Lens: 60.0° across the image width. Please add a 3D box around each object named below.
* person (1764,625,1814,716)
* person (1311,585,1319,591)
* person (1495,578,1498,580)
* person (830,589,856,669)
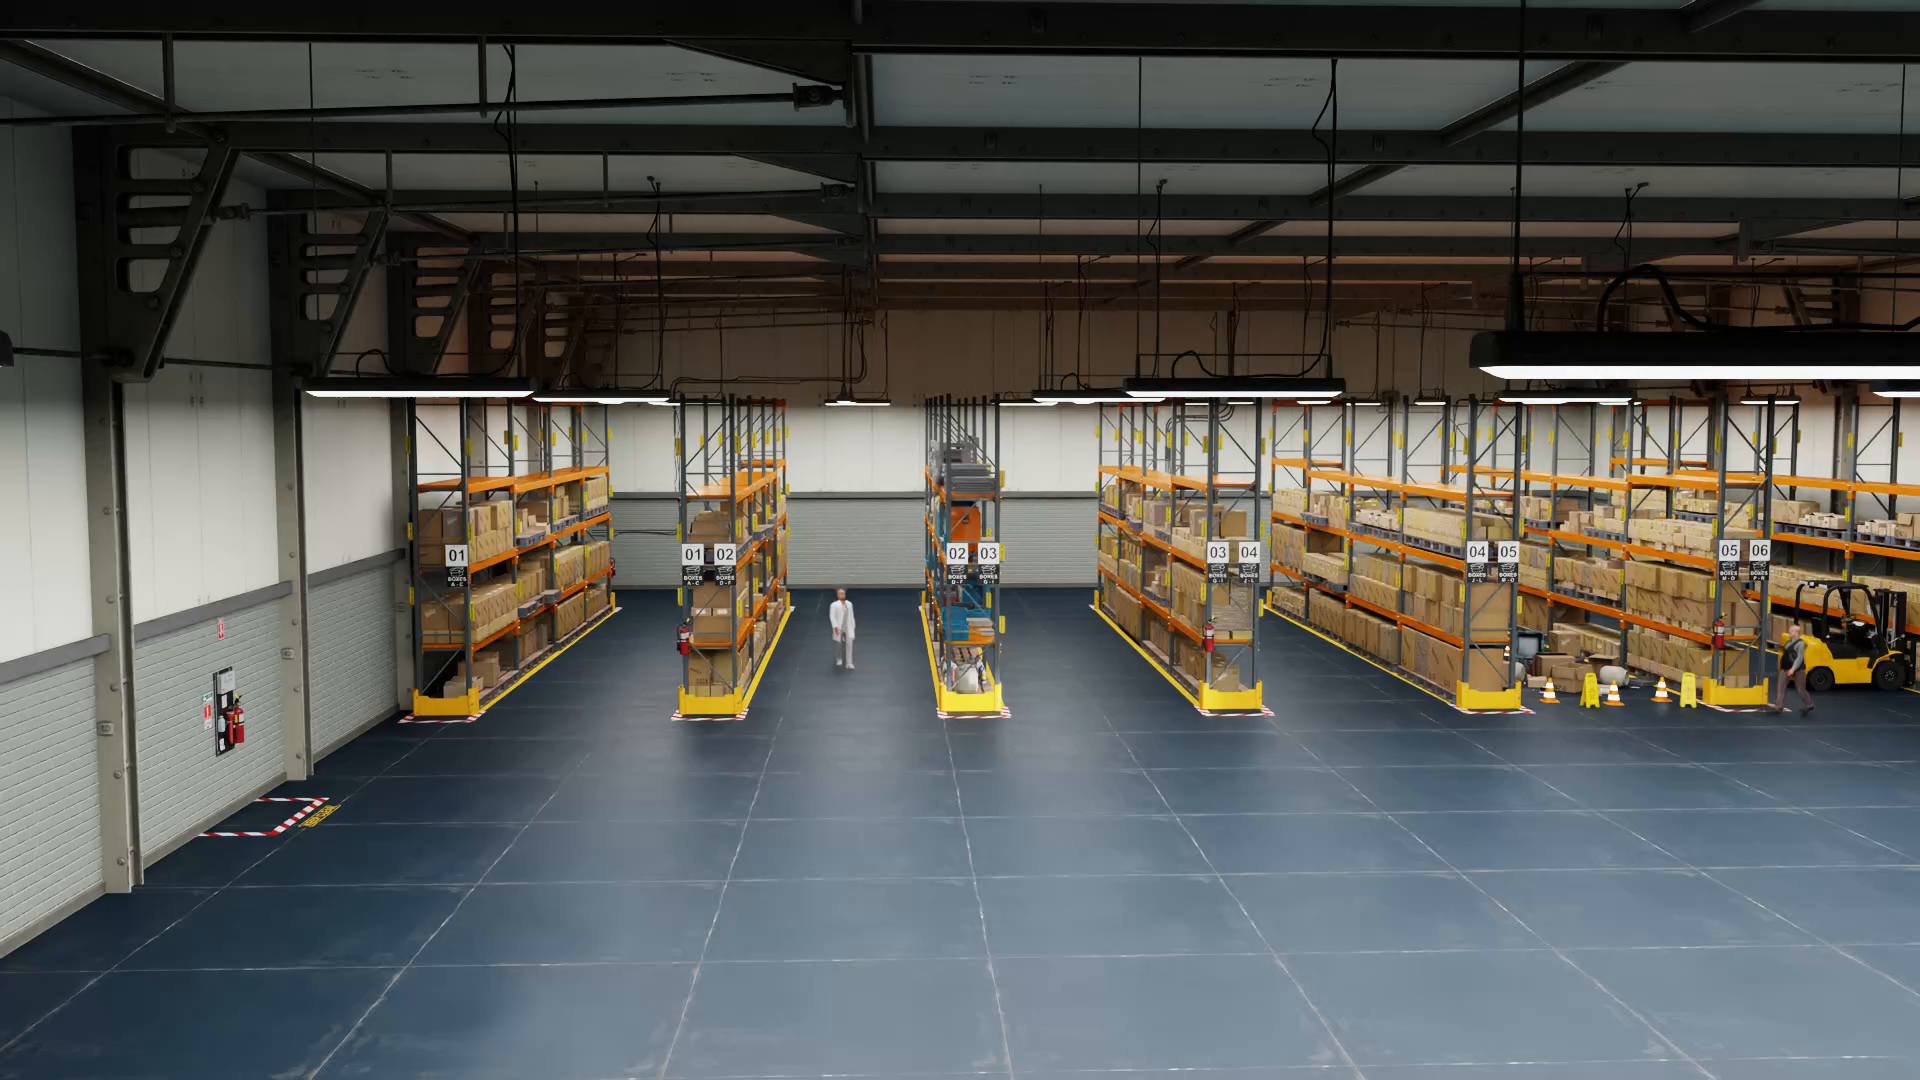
[{"bbox_3d":[15.525,2.443,30.987,0.987,1.676,0.500,-3,5,-29],"label":"person"},{"bbox_3d":[10.857,0.891,50.034,0.807,1.739,0.641,-1,5,-10],"label":"person"},{"bbox_3d":[13.048,1.719,40.667,0.390,1.600,0.450,1,5,12],"label":"person"},{"bbox_3d":[-2.556,1.951,36.437,0.601,1.714,1.087,-1,5,-9],"label":"person"}]
